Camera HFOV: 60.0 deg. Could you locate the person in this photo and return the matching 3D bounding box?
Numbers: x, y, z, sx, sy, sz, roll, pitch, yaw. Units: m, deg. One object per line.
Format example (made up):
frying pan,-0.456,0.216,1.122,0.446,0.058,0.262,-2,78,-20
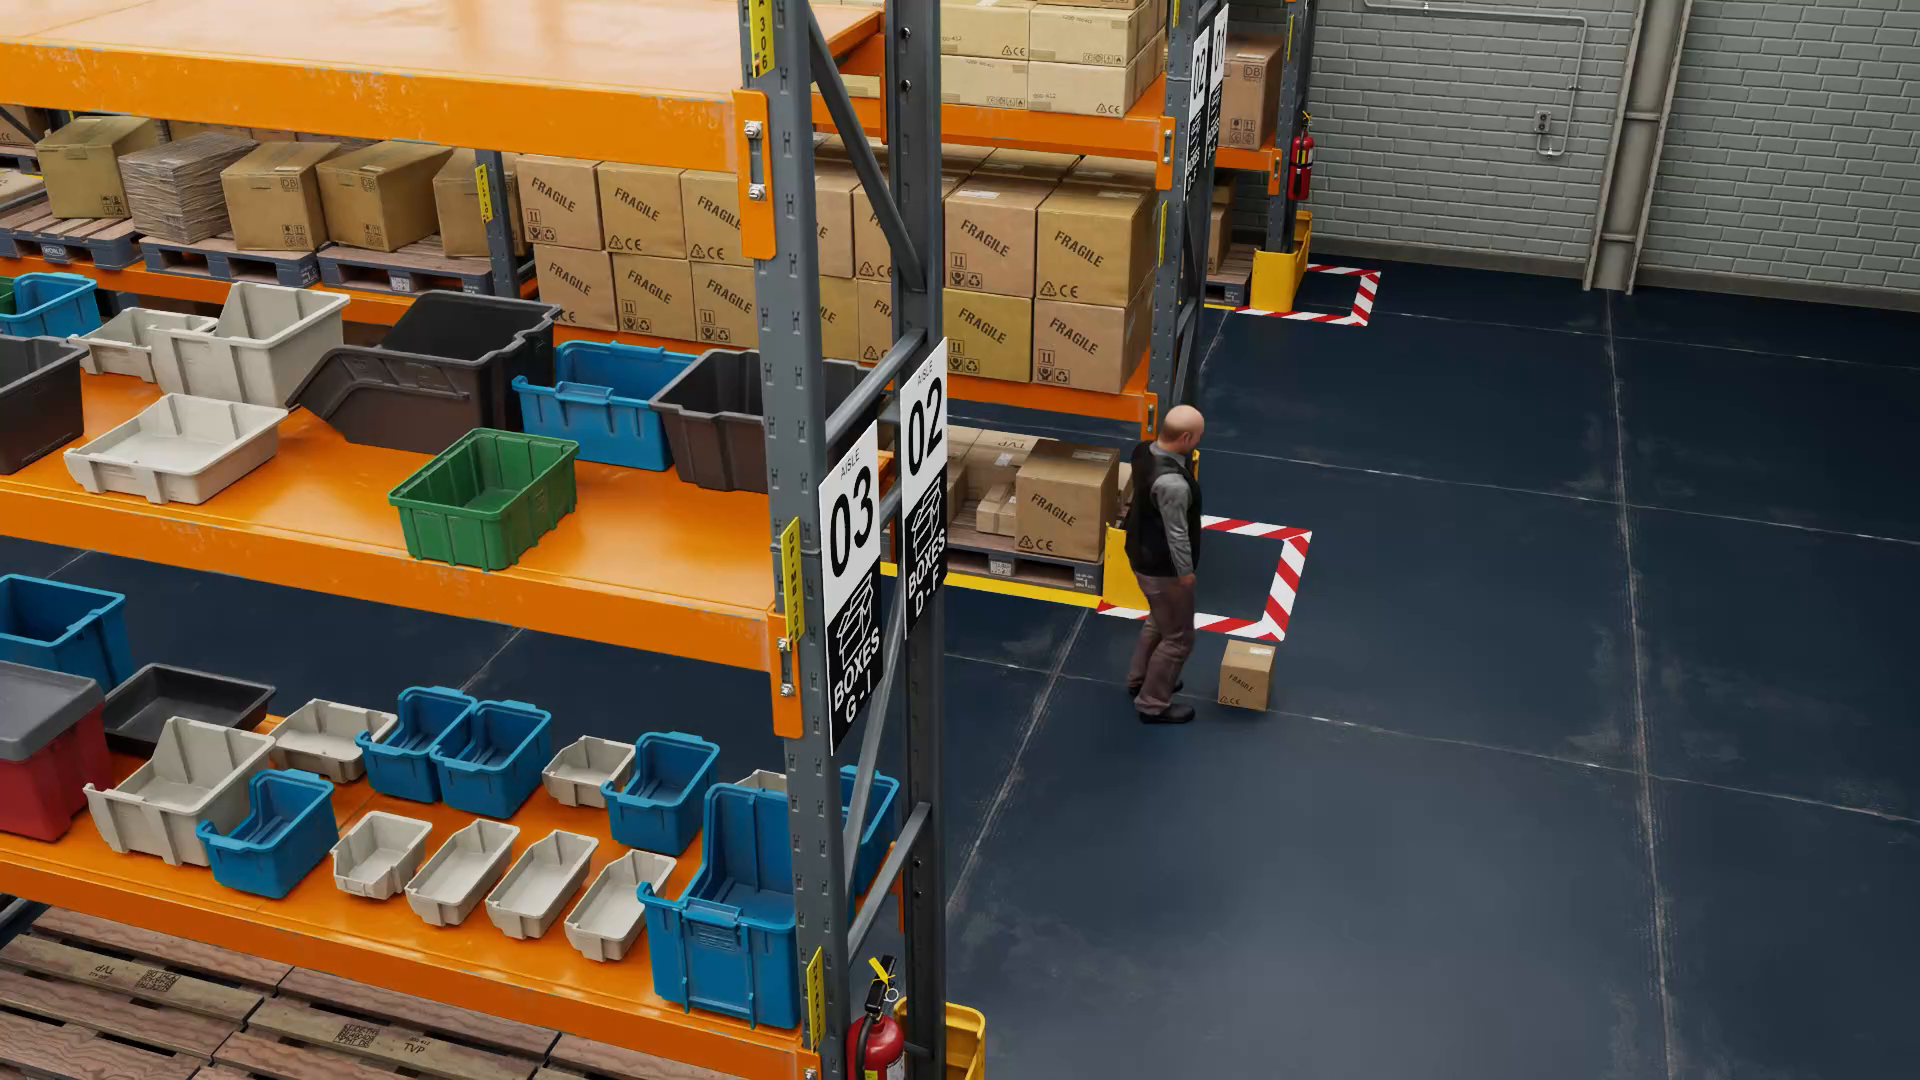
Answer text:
person,1.023,0.111,8.366,0.372,1.705,0.543,-4,29,-7
